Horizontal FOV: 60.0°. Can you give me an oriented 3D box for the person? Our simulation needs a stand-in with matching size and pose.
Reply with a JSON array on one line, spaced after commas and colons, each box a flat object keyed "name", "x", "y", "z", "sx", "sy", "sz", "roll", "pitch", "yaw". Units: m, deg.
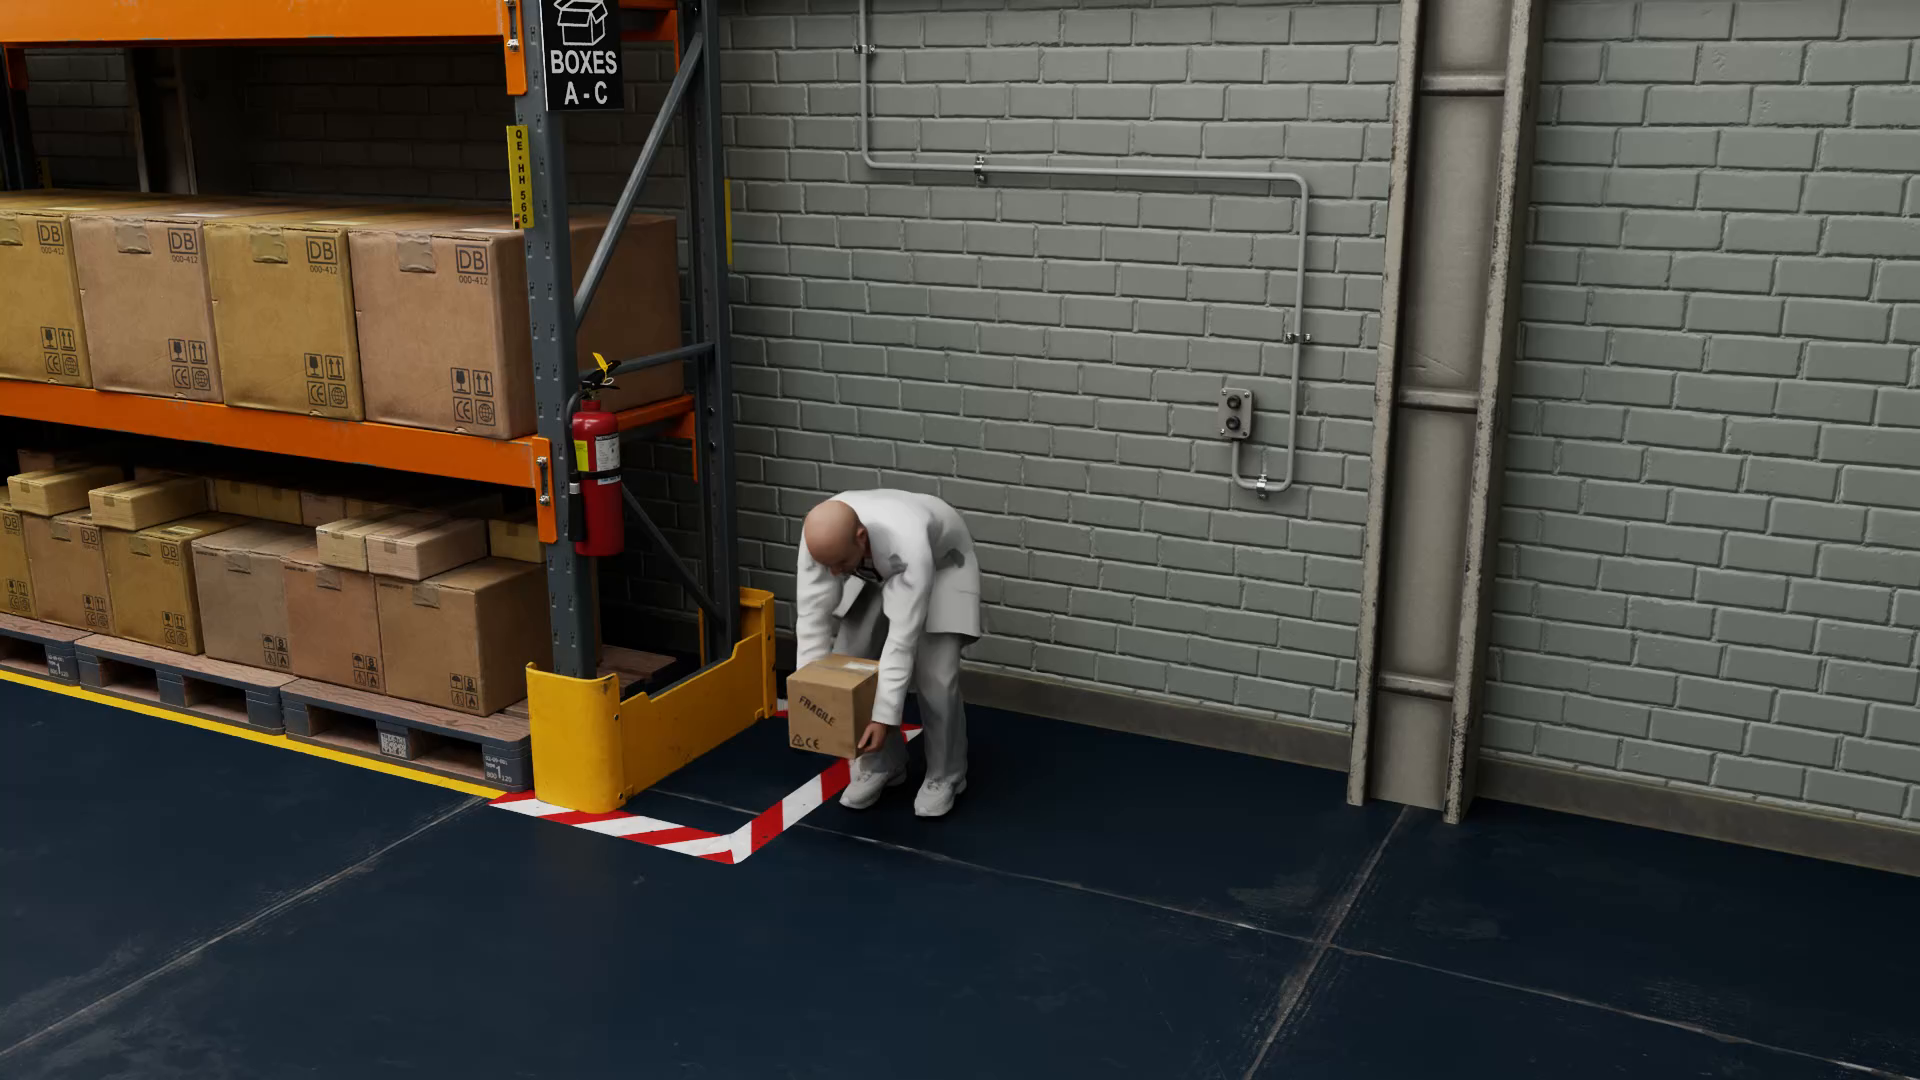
[{"name": "person", "x": -0.264, "y": 0.395, "z": 5.711, "sx": 0.572, "sy": 1.201, "sz": 0.923, "roll": 7, "pitch": 17, "yaw": 23}]
